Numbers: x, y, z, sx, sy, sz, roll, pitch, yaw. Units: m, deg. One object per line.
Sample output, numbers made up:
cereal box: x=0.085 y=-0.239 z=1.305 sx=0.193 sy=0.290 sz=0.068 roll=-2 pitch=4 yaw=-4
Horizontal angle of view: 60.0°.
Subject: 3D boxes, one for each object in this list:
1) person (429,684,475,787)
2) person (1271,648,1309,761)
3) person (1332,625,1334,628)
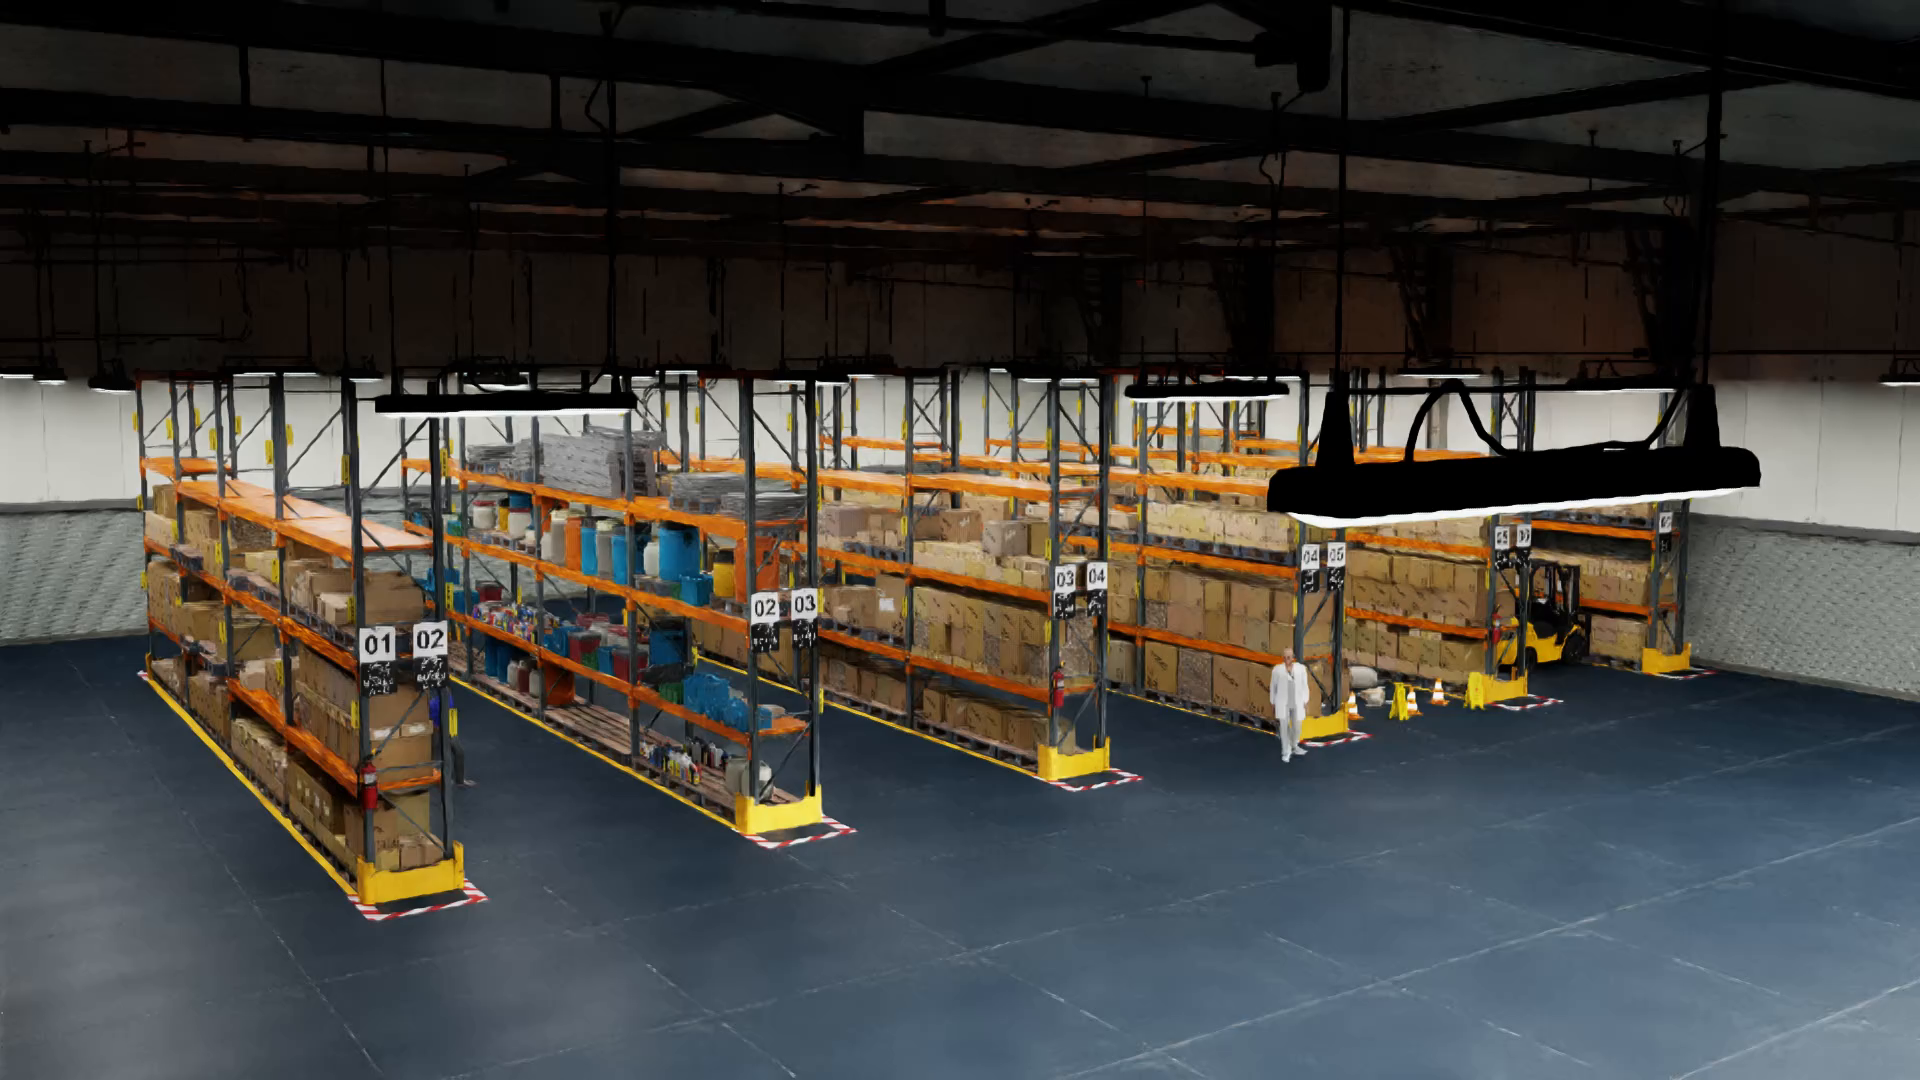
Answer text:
person: x=-7.539 y=2.841 z=24.171 sx=0.825 sy=1.522 sz=0.612 roll=5 pitch=8 yaw=39
person: x=5.142 y=2.535 z=25.935 sx=0.604 sy=1.765 sz=0.628 roll=0 pitch=6 yaw=1
person: x=8.472 y=1.114 z=38.329 sx=0.586 sy=1.768 sz=0.640 roll=-1 pitch=7 yaw=-9
